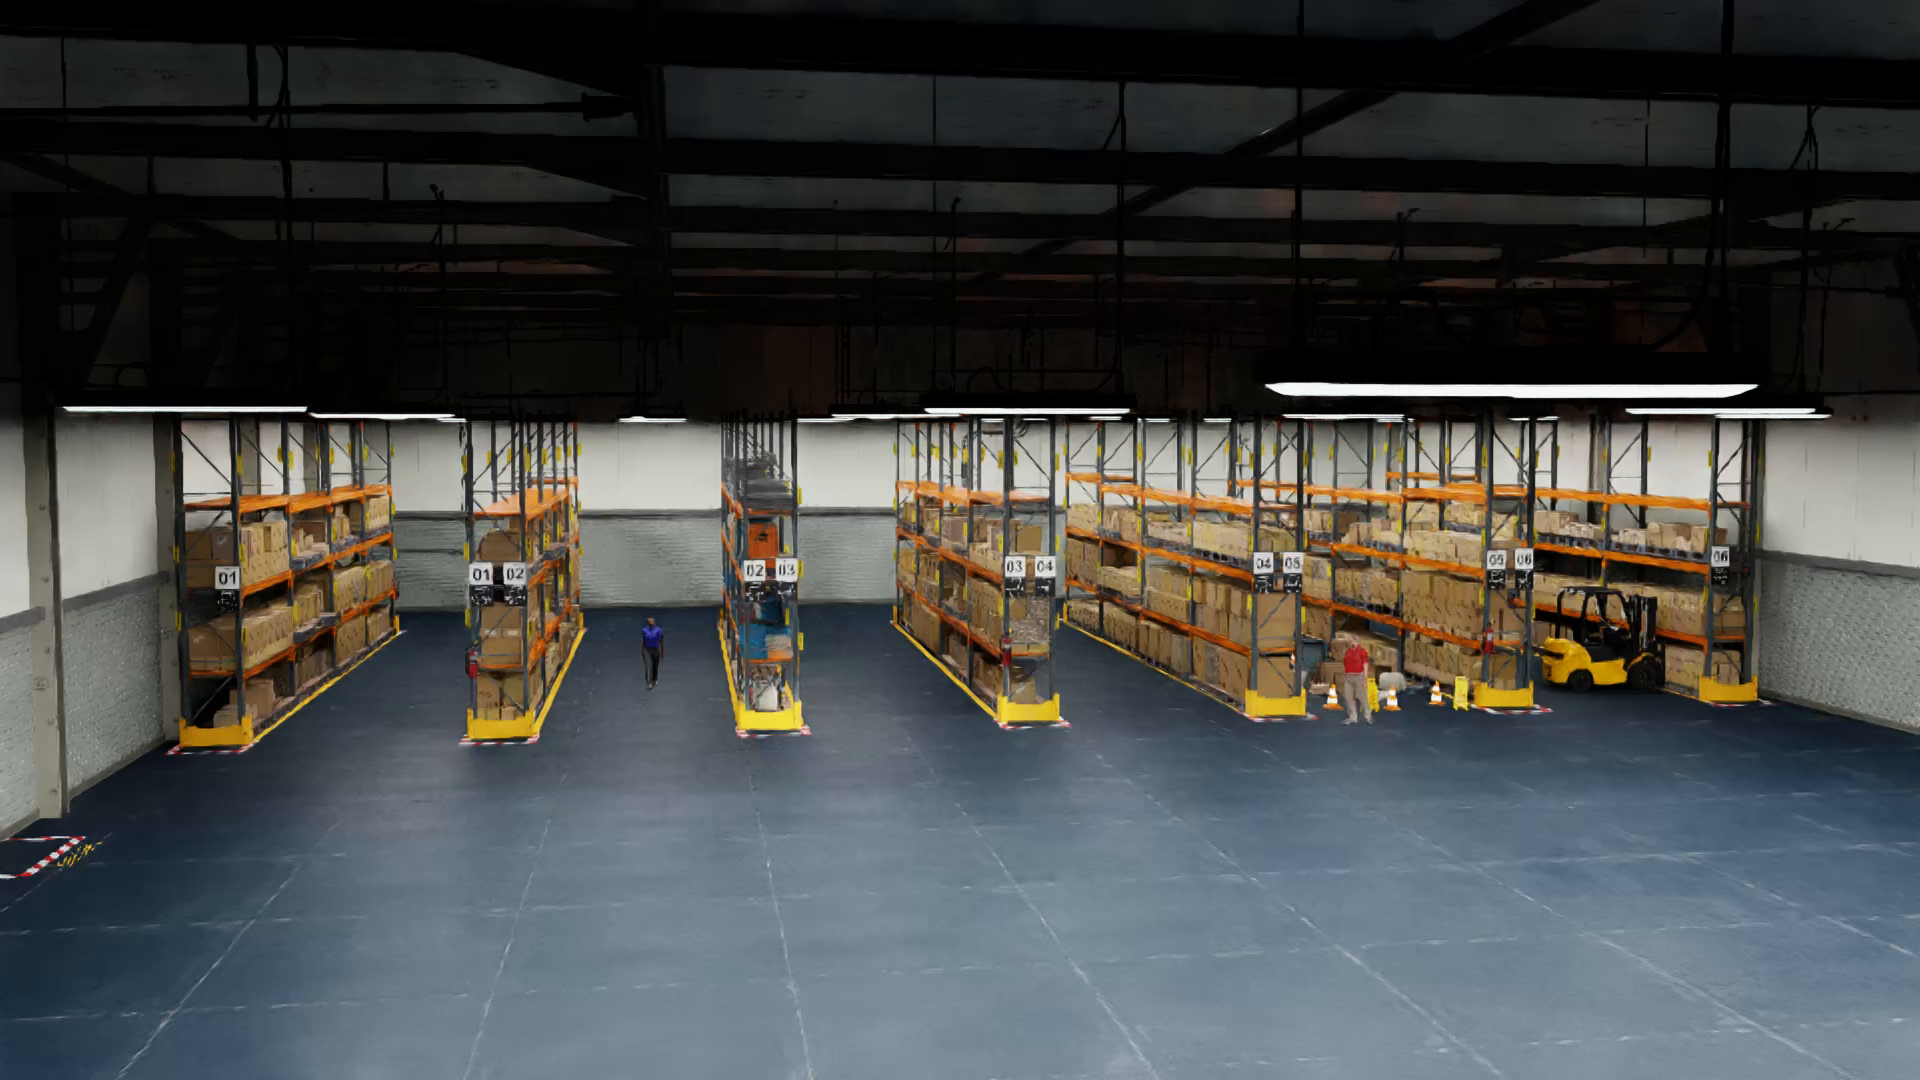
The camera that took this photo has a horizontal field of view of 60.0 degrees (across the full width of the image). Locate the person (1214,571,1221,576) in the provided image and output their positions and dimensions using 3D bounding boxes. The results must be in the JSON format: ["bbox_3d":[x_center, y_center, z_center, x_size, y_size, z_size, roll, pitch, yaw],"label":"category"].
[{"bbox_3d":[8.382,1.163,52.762,0.637,1.783,0.497,4,6,45],"label":"person"}]

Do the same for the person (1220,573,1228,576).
[{"bbox_3d":[7.145,1.676,45.054,0.594,1.782,0.678,1,4,10],"label":"person"}]

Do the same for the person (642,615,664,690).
[{"bbox_3d":[-6.644,2.409,35.972,0.463,1.596,0.989,-1,4,-11],"label":"person"}]

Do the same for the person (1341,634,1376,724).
[{"bbox_3d":[7.610,2.655,31.785,0.549,1.720,0.653,-3,5,-36],"label":"person"}]

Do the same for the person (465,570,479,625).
[{"bbox_3d":[-13.840,1.607,47.304,0.489,1.585,1.075,-1,4,-11],"label":"person"}]
